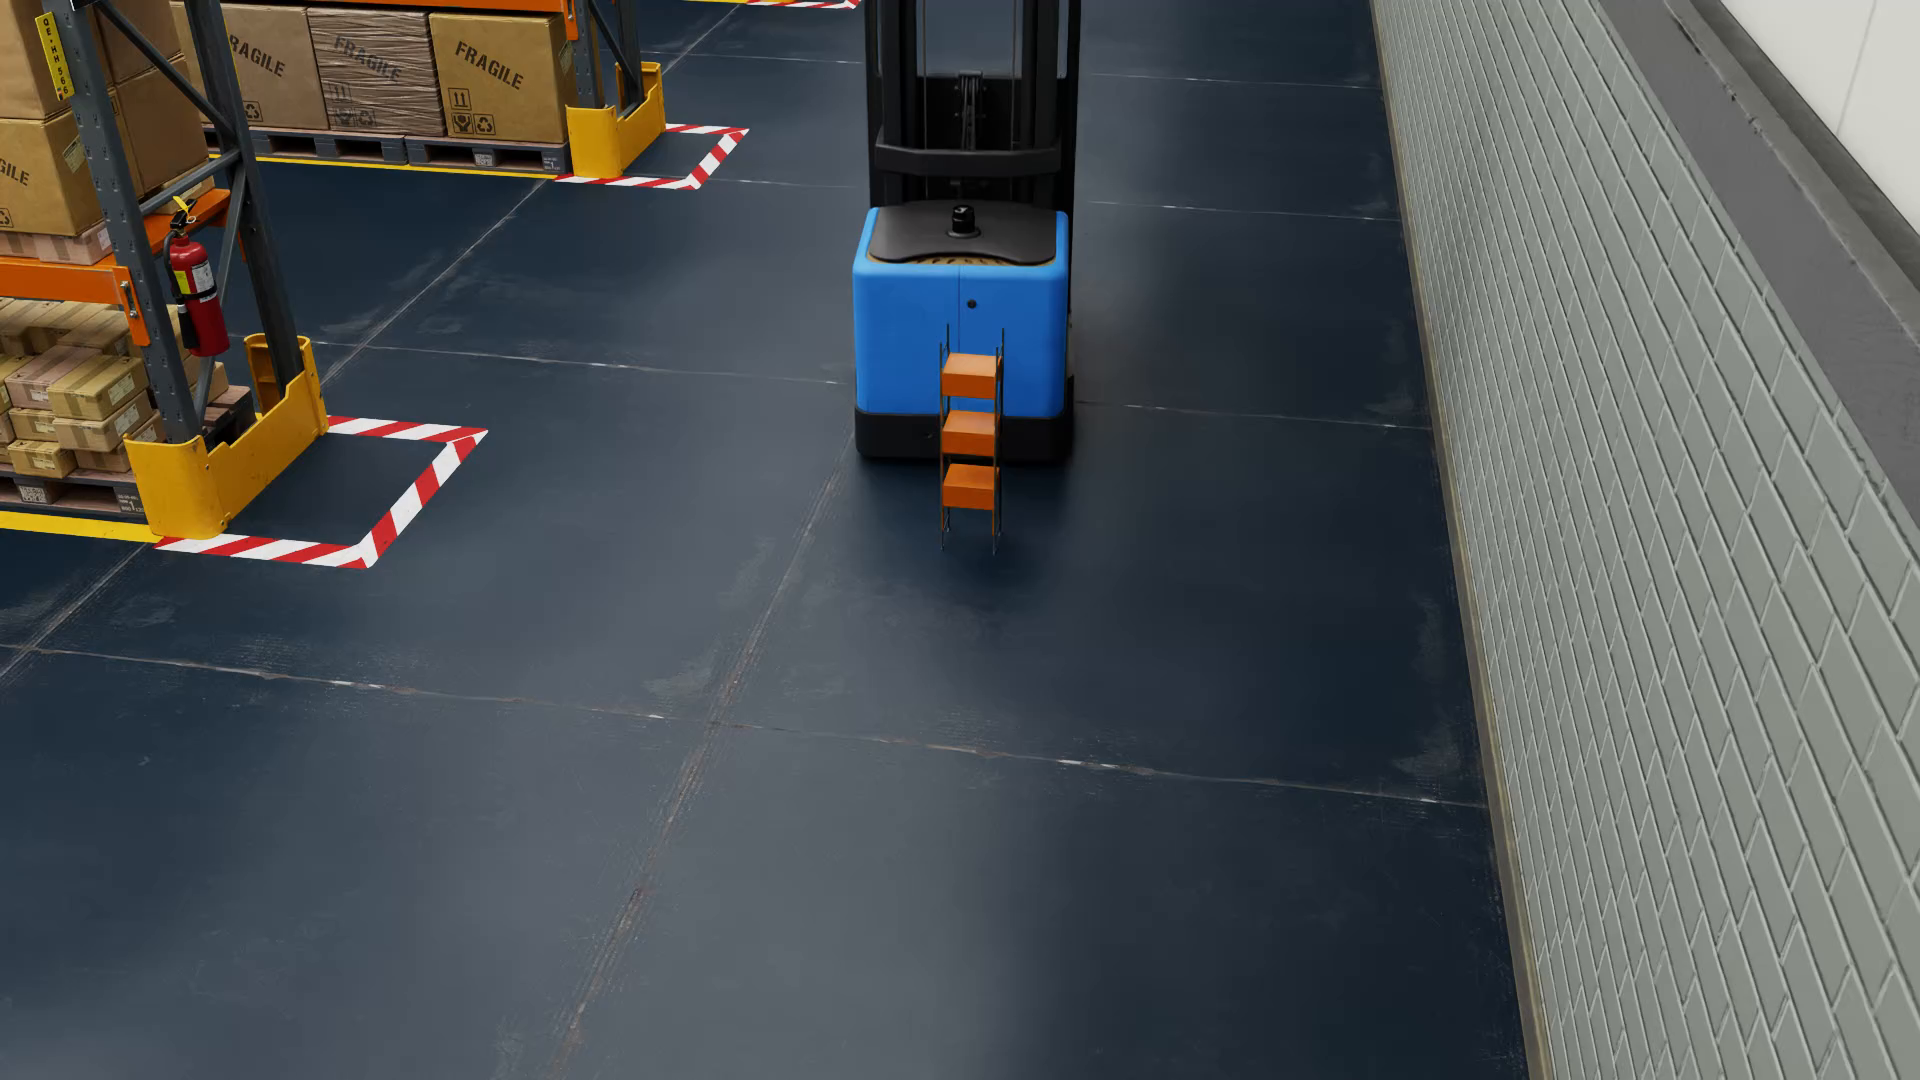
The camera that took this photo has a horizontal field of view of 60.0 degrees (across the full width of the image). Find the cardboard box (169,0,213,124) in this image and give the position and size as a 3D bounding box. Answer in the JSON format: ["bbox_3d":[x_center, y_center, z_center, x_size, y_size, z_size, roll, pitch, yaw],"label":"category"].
[{"bbox_3d":[-5.846,-3.699,12.439,0.875,0.875,0.875,5,32,8],"label":"cardboard box"}]

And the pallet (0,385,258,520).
[{"bbox_3d":[-4.344,-0.496,8.344,1.213,0.211,1.003,5,32,8],"label":"pallet"}]

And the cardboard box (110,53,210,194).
[{"bbox_3d":[-3.870,-1.933,7.637,0.500,0.500,0.500,7,33,11],"label":"cardboard box"}]

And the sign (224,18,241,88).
[{"bbox_3d":[-3.383,-2.231,7.671,0.005,0.325,0.100,5,32,8],"label":"sign"}]

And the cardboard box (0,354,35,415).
[{"bbox_3d":[-4.553,-0.726,7.813,0.250,0.149,0.380,4,32,7],"label":"cardboard box"}]

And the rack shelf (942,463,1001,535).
[{"bbox_3d":[0.053,-0.196,7.617,0.240,0.259,0.215,5,32,8],"label":"rack shelf"}]

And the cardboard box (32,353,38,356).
[{"bbox_3d":[-4.699,-0.966,8.477,0.250,0.149,0.380,6,33,10],"label":"cardboard box"}]

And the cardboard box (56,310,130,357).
[{"bbox_3d":[-4.226,-0.988,8.232,0.250,0.149,0.380,6,33,9],"label":"cardboard box"}]

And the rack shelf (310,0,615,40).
[{"bbox_3d":[-4.512,-4.039,12.054,4.000,0.370,1.077,5,32,8],"label":"rack shelf"}]

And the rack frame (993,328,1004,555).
[{"bbox_3d":[0.173,-0.429,7.446,0.008,1.050,0.200,5,32,8],"label":"rack frame"}]

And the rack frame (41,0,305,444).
[{"bbox_3d":[-3.474,-1.580,7.448,0.127,3.000,1.000,5,32,8],"label":"rack frame"}]

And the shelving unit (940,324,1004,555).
[{"bbox_3d":[0.053,-0.440,7.464,0.252,1.050,0.215,5,32,8],"label":"shelving unit"}]

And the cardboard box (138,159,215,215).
[{"bbox_3d":[-3.738,-1.674,7.834,0.250,0.149,0.380,5,32,8],"label":"cardboard box"}]

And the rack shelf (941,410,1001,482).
[{"bbox_3d":[0.053,-0.431,7.469,0.240,0.259,0.215,5,32,8],"label":"rack shelf"}]

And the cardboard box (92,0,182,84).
[{"bbox_3d":[-3.872,-2.352,7.363,0.500,0.500,0.500,5,32,8],"label":"cardboard box"}]

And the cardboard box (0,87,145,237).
[{"bbox_3d":[-3.961,-1.654,7.191,0.500,0.500,0.500,6,33,9],"label":"cardboard box"}]

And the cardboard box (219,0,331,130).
[{"bbox_3d":[-4.959,-3.619,12.311,0.875,0.875,0.875,5,32,8],"label":"cardboard box"}]

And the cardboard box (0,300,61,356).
[{"bbox_3d":[-4.711,-1.057,8.341,0.250,0.149,0.380,4,32,6],"label":"cardboard box"}]

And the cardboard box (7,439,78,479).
[{"bbox_3d":[-4.299,-0.458,7.945,0.250,0.149,0.380,6,33,10],"label":"cardboard box"}]

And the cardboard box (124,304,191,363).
[{"bbox_3d":[-3.934,-1.027,8.293,0.250,0.149,0.380,4,32,6],"label":"cardboard box"}]

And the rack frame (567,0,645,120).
[{"bbox_3d":[-2.540,-4.165,11.578,0.127,3.000,1.000,5,32,8],"label":"rack frame"}]

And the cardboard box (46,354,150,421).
[{"bbox_3d":[-4.039,-0.717,7.798,0.250,0.149,0.380,6,32,9],"label":"cardboard box"}]

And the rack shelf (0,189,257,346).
[{"bbox_3d":[-5.446,-1.454,7.924,4.000,0.370,1.077,5,32,8],"label":"rack shelf"}]

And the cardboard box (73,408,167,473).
[{"bbox_3d":[-4.028,-0.488,7.993,0.250,0.149,0.380,6,32,9],"label":"cardboard box"}]

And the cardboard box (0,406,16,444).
[{"bbox_3d":[-4.555,-0.619,7.923,0.250,0.149,0.380,4,32,6],"label":"cardboard box"}]

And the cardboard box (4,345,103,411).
[{"bbox_3d":[-4.277,-0.769,7.882,0.250,0.149,0.380,6,33,9],"label":"cardboard box"}]

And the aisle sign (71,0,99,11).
[{"bbox_3d":[-3.453,-2.519,6.497,0.004,0.787,0.394,5,32,8],"label":"aisle sign"}]

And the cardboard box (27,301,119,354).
[{"bbox_3d":[-4.452,-1.078,8.375,0.250,0.149,0.380,5,32,8],"label":"cardboard box"}]

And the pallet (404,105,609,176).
[{"bbox_3d":[-3.342,-3.014,12.366,1.213,0.211,1.003,5,32,8],"label":"pallet"}]

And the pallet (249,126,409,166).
[{"bbox_3d":[-4.541,-3.124,12.542,1.213,0.211,1.003,5,32,8],"label":"pallet"}]

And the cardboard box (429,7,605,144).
[{"bbox_3d":[-3.185,-3.458,12.054,0.875,0.875,0.875,5,32,8],"label":"cardboard box"}]

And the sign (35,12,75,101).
[{"bbox_3d":[-3.587,-1.917,6.596,0.005,0.325,0.100,5,32,8],"label":"sign"}]

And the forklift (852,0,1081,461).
[{"bbox_3d":[0.078,-2.385,8.798,1.130,2.935,3.031,2,32,3],"label":"forklift"}]

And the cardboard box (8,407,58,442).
[{"bbox_3d":[-4.291,-0.625,7.933,0.250,0.149,0.380,4,32,7],"label":"cardboard box"}]

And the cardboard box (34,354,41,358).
[{"bbox_3d":[-4.464,-0.887,8.350,0.250,0.149,0.380,6,32,9],"label":"cardboard box"}]

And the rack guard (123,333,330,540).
[{"bbox_3d":[-3.549,-0.528,8.122,0.348,0.500,1.175,5,32,8],"label":"rack guard"}]

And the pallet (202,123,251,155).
[{"bbox_3d":[-5.747,-3.232,12.714,1.213,0.211,1.003,5,32,8],"label":"pallet"}]

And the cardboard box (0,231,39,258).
[{"bbox_3d":[-4.082,-1.397,7.391,0.250,0.149,0.380,5,32,8],"label":"cardboard box"}]

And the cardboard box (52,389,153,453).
[{"bbox_3d":[-4.043,-0.574,7.850,0.250,0.149,0.380,4,32,7],"label":"cardboard box"}]

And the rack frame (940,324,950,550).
[{"bbox_3d":[-0.068,-0.451,7.481,0.008,1.050,0.200,5,32,8],"label":"rack frame"}]

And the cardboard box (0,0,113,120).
[{"bbox_3d":[-3.967,-2.083,6.934,0.500,0.500,0.500,5,32,7],"label":"cardboard box"}]

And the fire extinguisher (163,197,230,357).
[{"bbox_3d":[-3.304,-1.126,7.145,0.183,0.674,0.296,5,32,8],"label":"fire extinguisher"}]

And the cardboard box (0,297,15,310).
[{"bbox_3d":[-4.983,-1.086,8.389,0.250,0.149,0.380,6,33,10],"label":"cardboard box"}]

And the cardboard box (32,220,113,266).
[{"bbox_3d":[-3.843,-1.355,7.325,0.250,0.149,0.380,5,32,8],"label":"cardboard box"}]

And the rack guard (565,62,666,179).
[{"bbox_3d":[-2.517,-3.104,12.237,0.348,0.500,1.175,5,32,8],"label":"rack guard"}]

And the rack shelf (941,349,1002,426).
[{"bbox_3d":[0.053,-0.672,7.319,0.240,0.259,0.215,5,32,8],"label":"rack shelf"}]

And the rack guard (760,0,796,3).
[{"bbox_3d":[-1.681,-5.701,16.387,0.348,0.500,1.175,5,32,8],"label":"rack guard"}]

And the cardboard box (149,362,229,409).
[{"bbox_3d":[-3.937,-0.764,8.435,0.250,0.149,0.380,6,33,9],"label":"cardboard box"}]

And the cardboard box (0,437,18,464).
[{"bbox_3d":[-4.545,-0.526,8.055,0.250,0.149,0.380,5,32,8],"label":"cardboard box"}]

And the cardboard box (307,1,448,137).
[{"bbox_3d":[-4.082,-3.539,12.184,0.875,0.875,0.875,5,32,8],"label":"cardboard box"}]

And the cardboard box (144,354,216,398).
[{"bbox_3d":[-3.948,-0.857,8.303,0.250,0.149,0.380,6,33,10],"label":"cardboard box"}]
